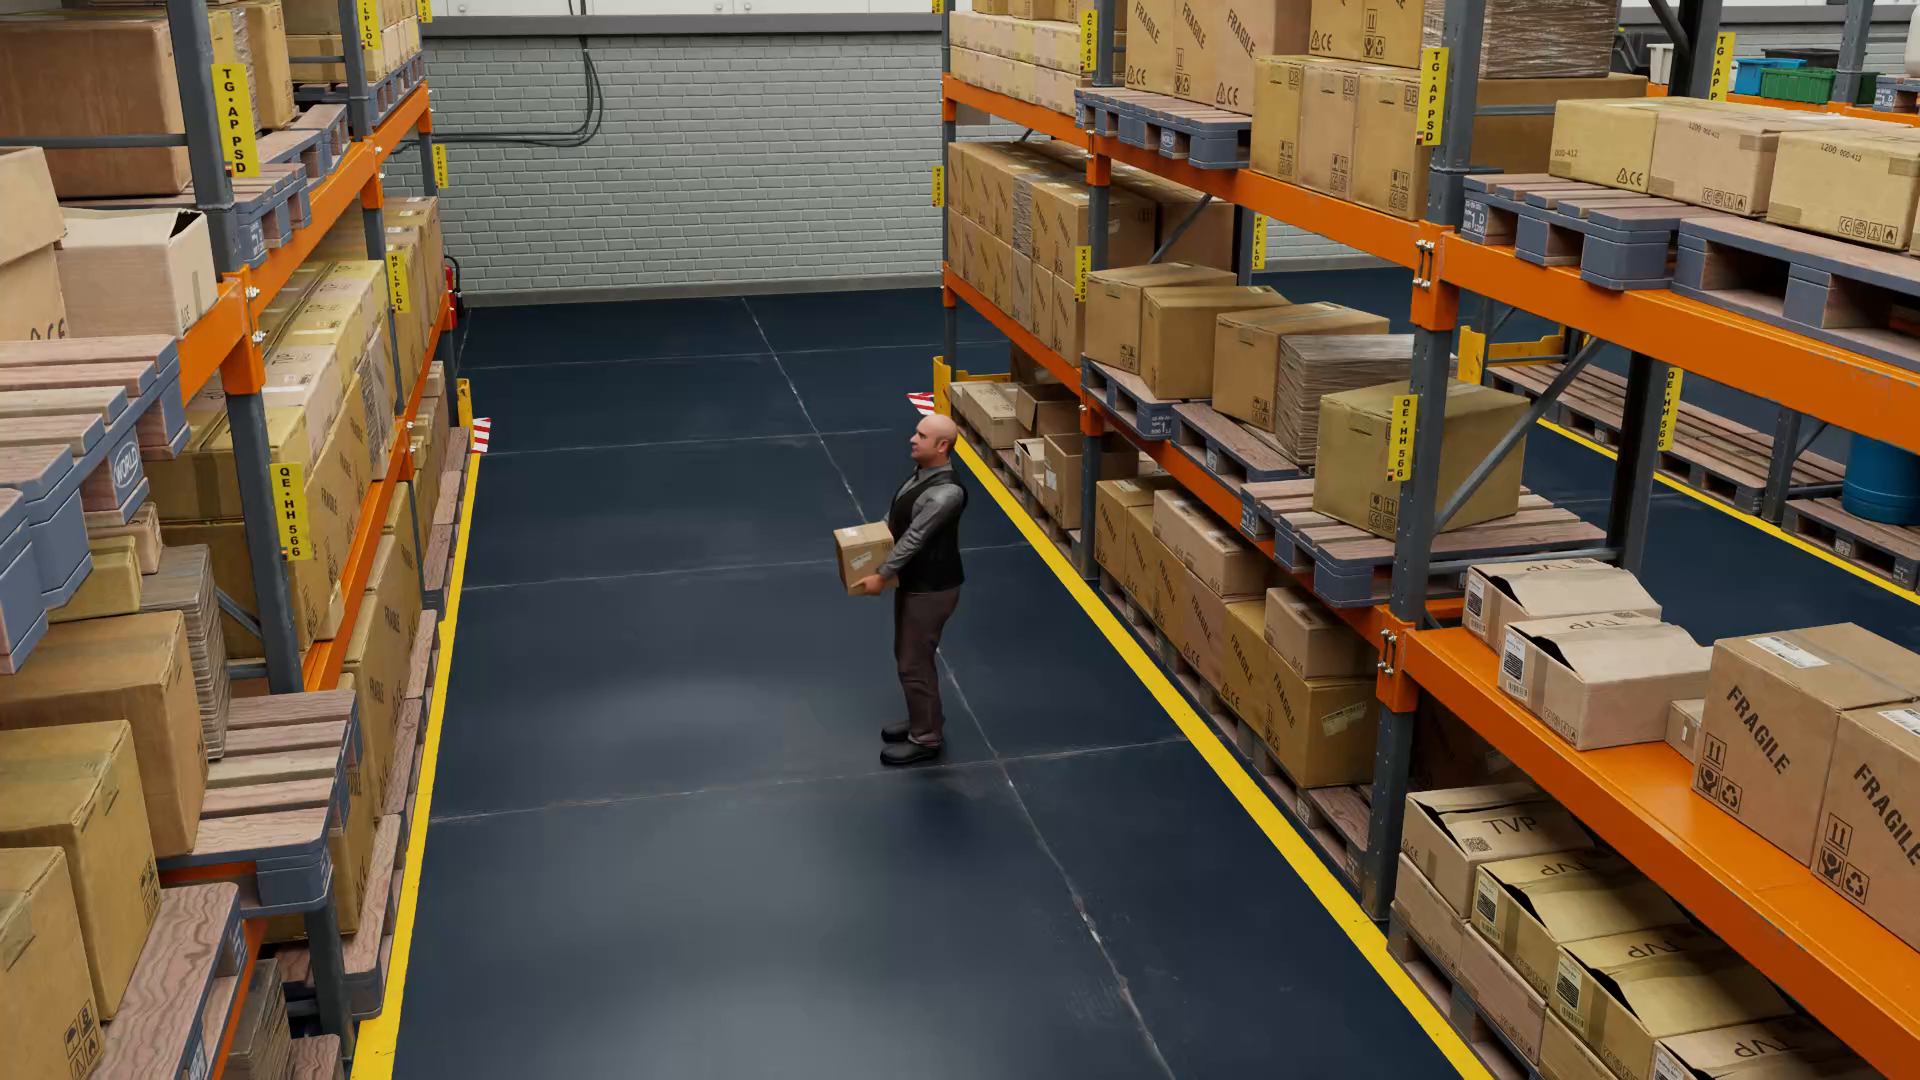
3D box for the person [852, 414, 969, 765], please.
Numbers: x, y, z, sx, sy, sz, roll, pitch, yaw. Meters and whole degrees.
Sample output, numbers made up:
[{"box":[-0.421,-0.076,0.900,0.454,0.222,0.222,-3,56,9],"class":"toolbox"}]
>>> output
[{"box":[-0.257,0.270,7.969,0.560,1.636,0.494,-4,20,-12],"class":"person"}]
